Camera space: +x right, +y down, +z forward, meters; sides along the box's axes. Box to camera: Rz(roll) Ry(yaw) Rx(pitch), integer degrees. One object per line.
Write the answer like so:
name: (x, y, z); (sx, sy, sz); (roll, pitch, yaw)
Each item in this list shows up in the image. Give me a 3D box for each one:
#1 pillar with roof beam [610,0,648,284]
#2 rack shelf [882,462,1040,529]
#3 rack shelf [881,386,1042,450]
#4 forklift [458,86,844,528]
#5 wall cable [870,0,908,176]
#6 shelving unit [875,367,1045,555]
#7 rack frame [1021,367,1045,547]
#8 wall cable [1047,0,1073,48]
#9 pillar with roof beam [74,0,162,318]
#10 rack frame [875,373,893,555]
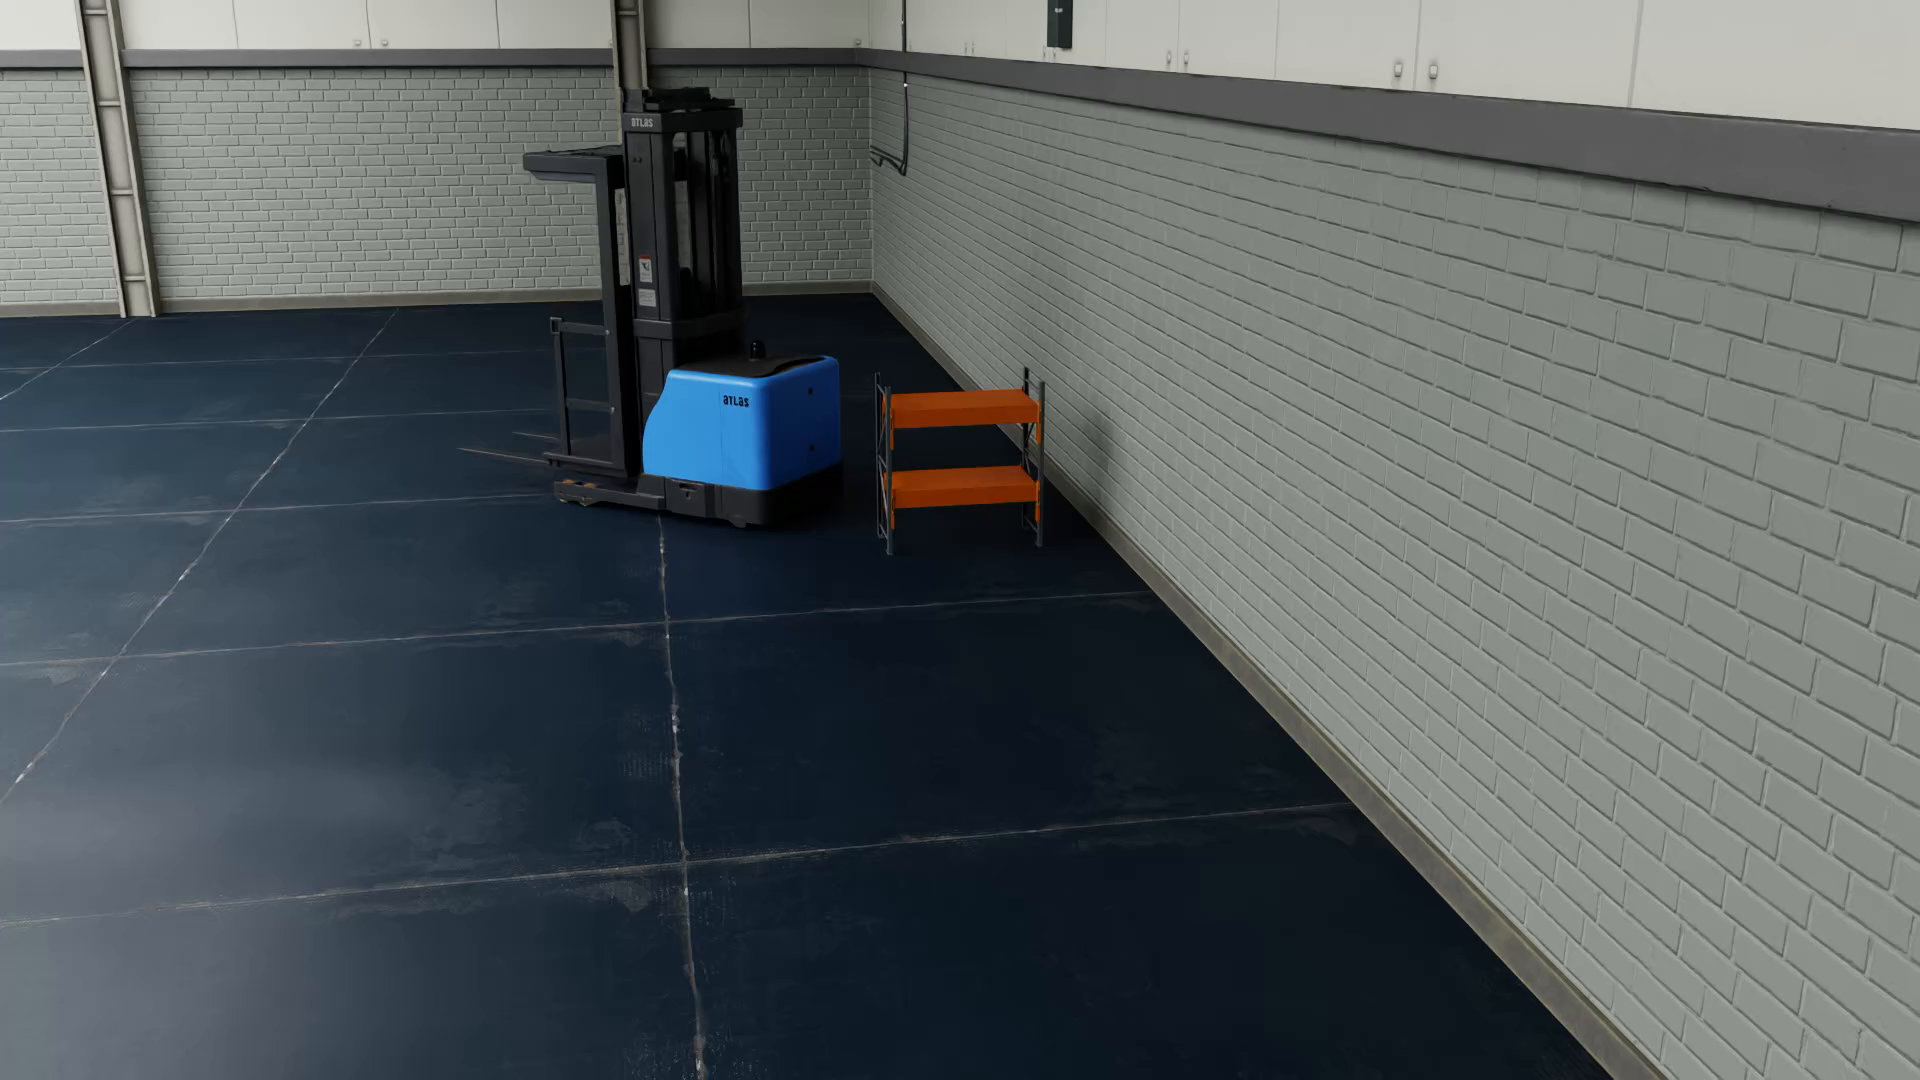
pillar with roof beam: (-3.241, -6.131, 15.946); (0.400, 9.000, 9.100); (-3, 17, -10)
rack shelf: (-0.007, -0.304, 11.217); (1.000, 0.278, 0.538); (-3, 17, -10)
rack shelf: (-0.007, -0.817, 11.059); (1.000, 0.278, 0.538); (-3, 17, -10)
forklift: (-2.397, -1.771, 12.087); (3.031, 2.935, 1.130); (9, 19, 27)
wall cable: (-0.914, -5.671, 19.736); (0.112, 2.526, 3.097); (-3, 17, -10)
shelving unit: (-0.007, -0.537, 11.145); (1.048, 1.125, 0.538); (-3, 17, -10)
rack frame: (0.492, -0.566, 11.238); (0.032, 1.125, 0.500); (-3, 17, -10)
wall cable: (0.871, -6.043, 9.867); (0.169, 6.003, 2.305); (-3, 17, -10)
pillar with roof beam: (-9.132, -5.797, 14.858); (0.400, 9.000, 9.100); (-3, 17, -10)
rack frame: (-0.506, -0.509, 11.053); (0.032, 1.125, 0.500); (-3, 17, -10)
